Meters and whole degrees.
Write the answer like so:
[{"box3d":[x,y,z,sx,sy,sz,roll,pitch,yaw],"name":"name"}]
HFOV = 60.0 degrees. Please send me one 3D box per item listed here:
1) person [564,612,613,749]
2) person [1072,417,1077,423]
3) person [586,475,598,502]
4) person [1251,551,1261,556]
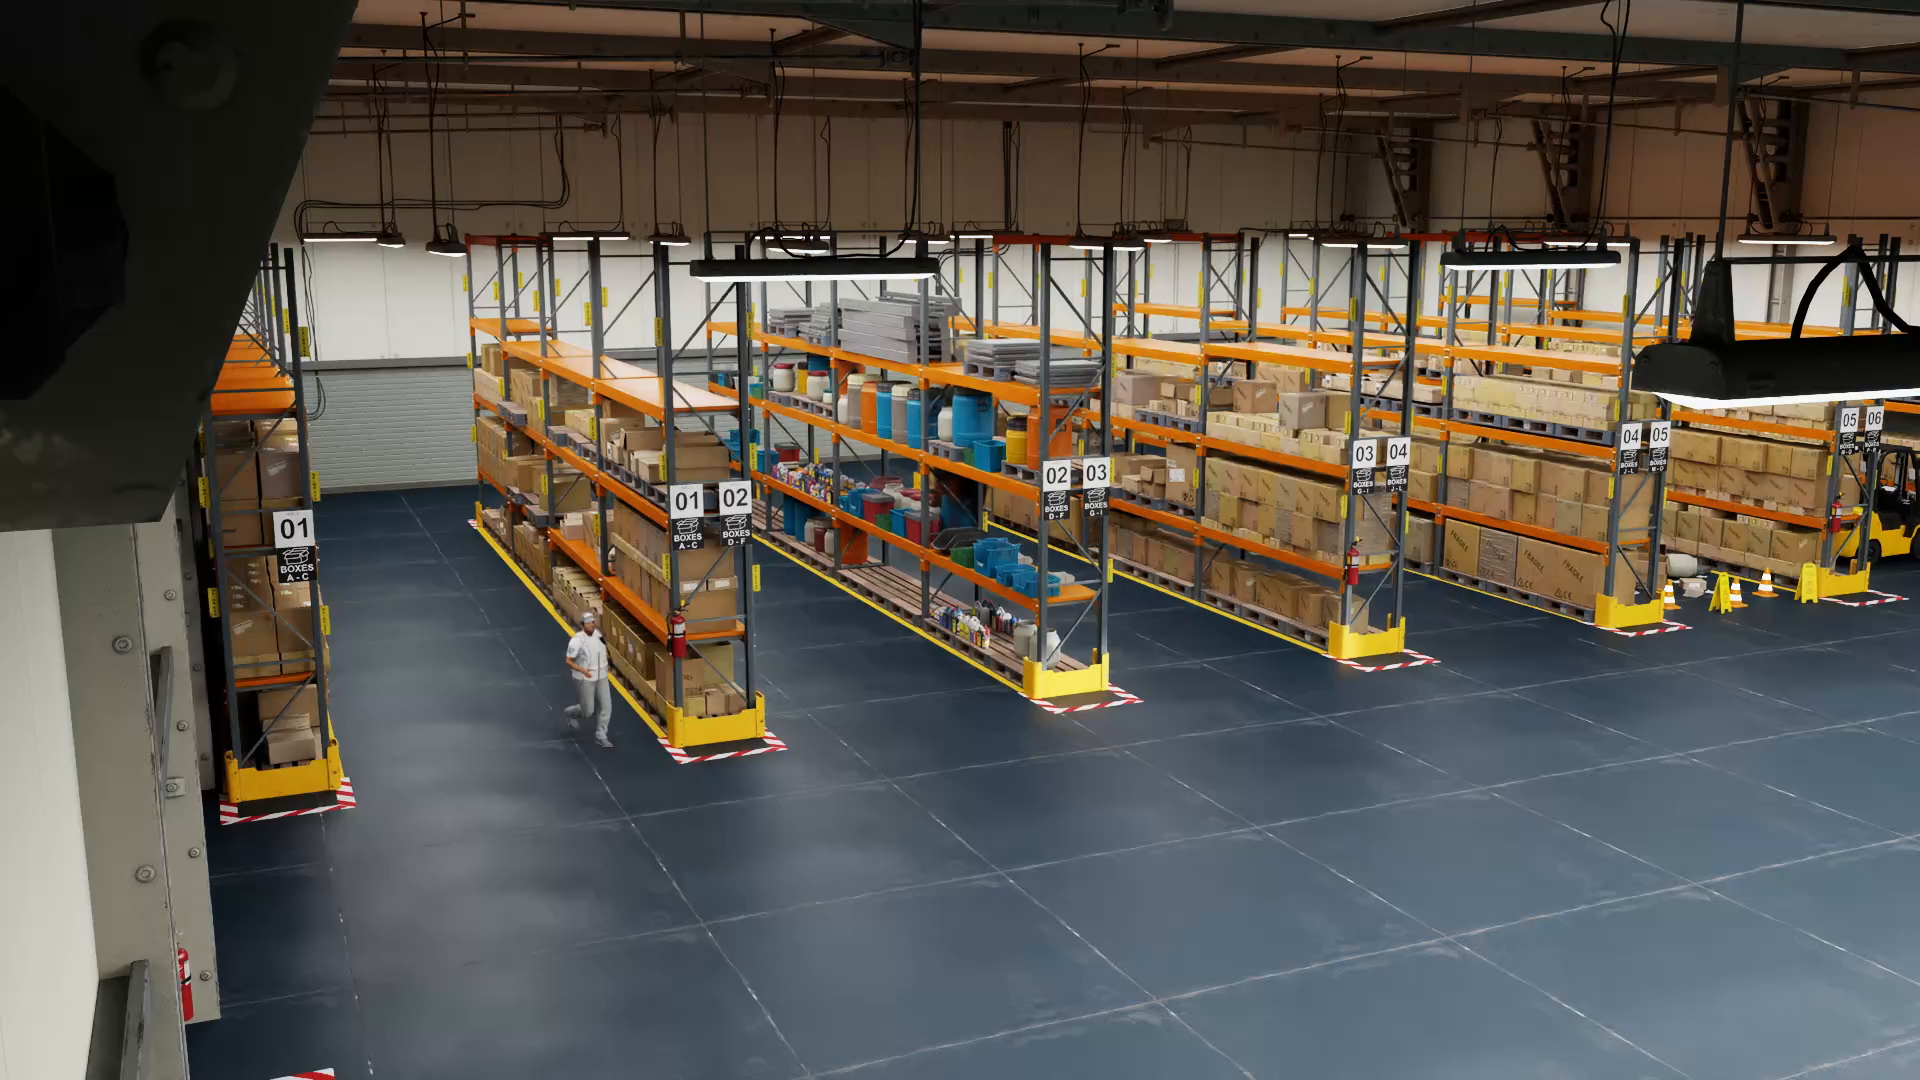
[{"box3d":[-4.507,1.679,20.220,0.779,1.650,0.607,10,15,42],"name":"person"},{"box3d":[2.546,-2.111,39.638,0.684,1.654,0.884,0,11,-2],"name":"person"},{"box3d":[-7.627,-1.203,34.942,0.668,1.700,0.802,-10,15,-41],"name":"person"},{"box3d":[5.542,-0.498,31.619,0.537,1.548,0.594,-6,13,-30],"name":"person"}]
